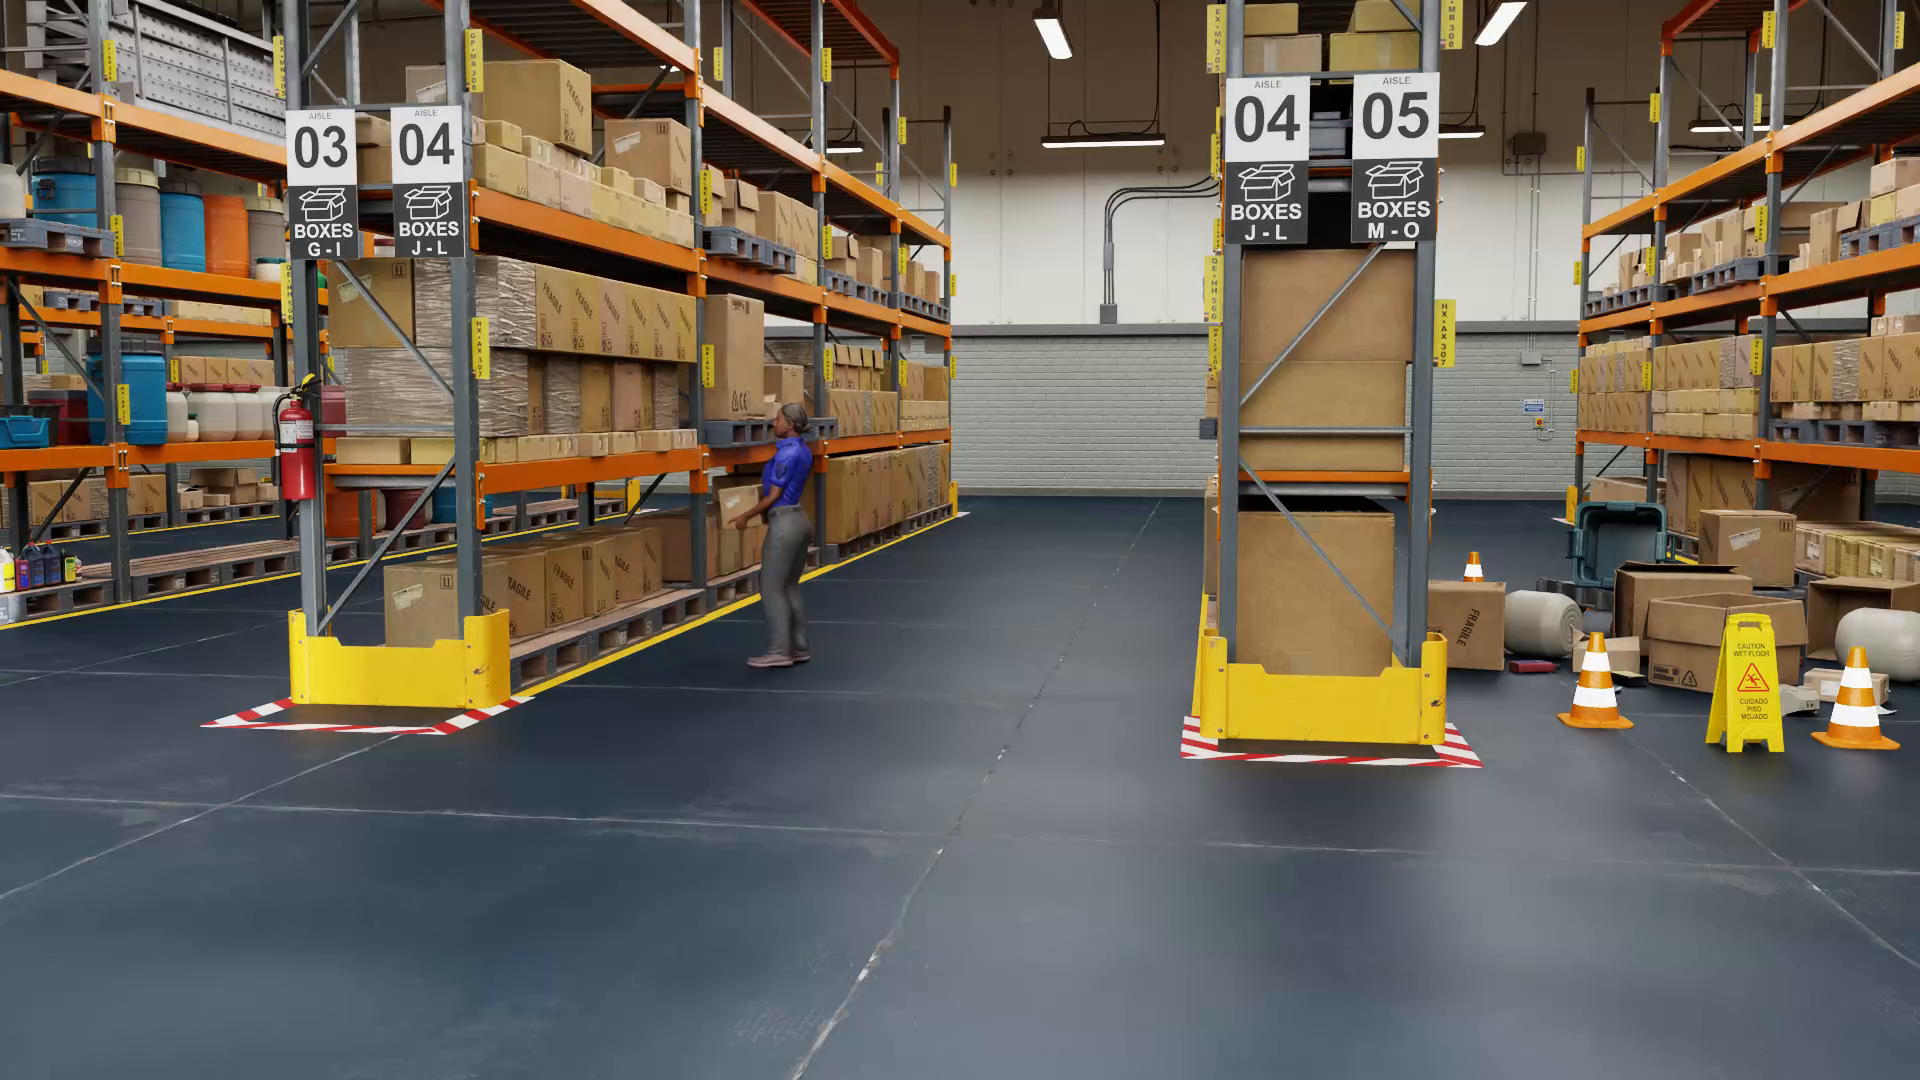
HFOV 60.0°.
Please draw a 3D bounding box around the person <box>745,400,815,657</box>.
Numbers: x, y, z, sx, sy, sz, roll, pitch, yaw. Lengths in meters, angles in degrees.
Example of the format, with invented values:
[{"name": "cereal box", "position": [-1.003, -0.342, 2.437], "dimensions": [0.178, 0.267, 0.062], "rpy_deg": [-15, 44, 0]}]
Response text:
[{"name": "person", "position": [-1.122, -0.070, 10.415], "dimensions": [0.391, 1.579, 0.474], "rpy_deg": [1, 5, 8]}]
